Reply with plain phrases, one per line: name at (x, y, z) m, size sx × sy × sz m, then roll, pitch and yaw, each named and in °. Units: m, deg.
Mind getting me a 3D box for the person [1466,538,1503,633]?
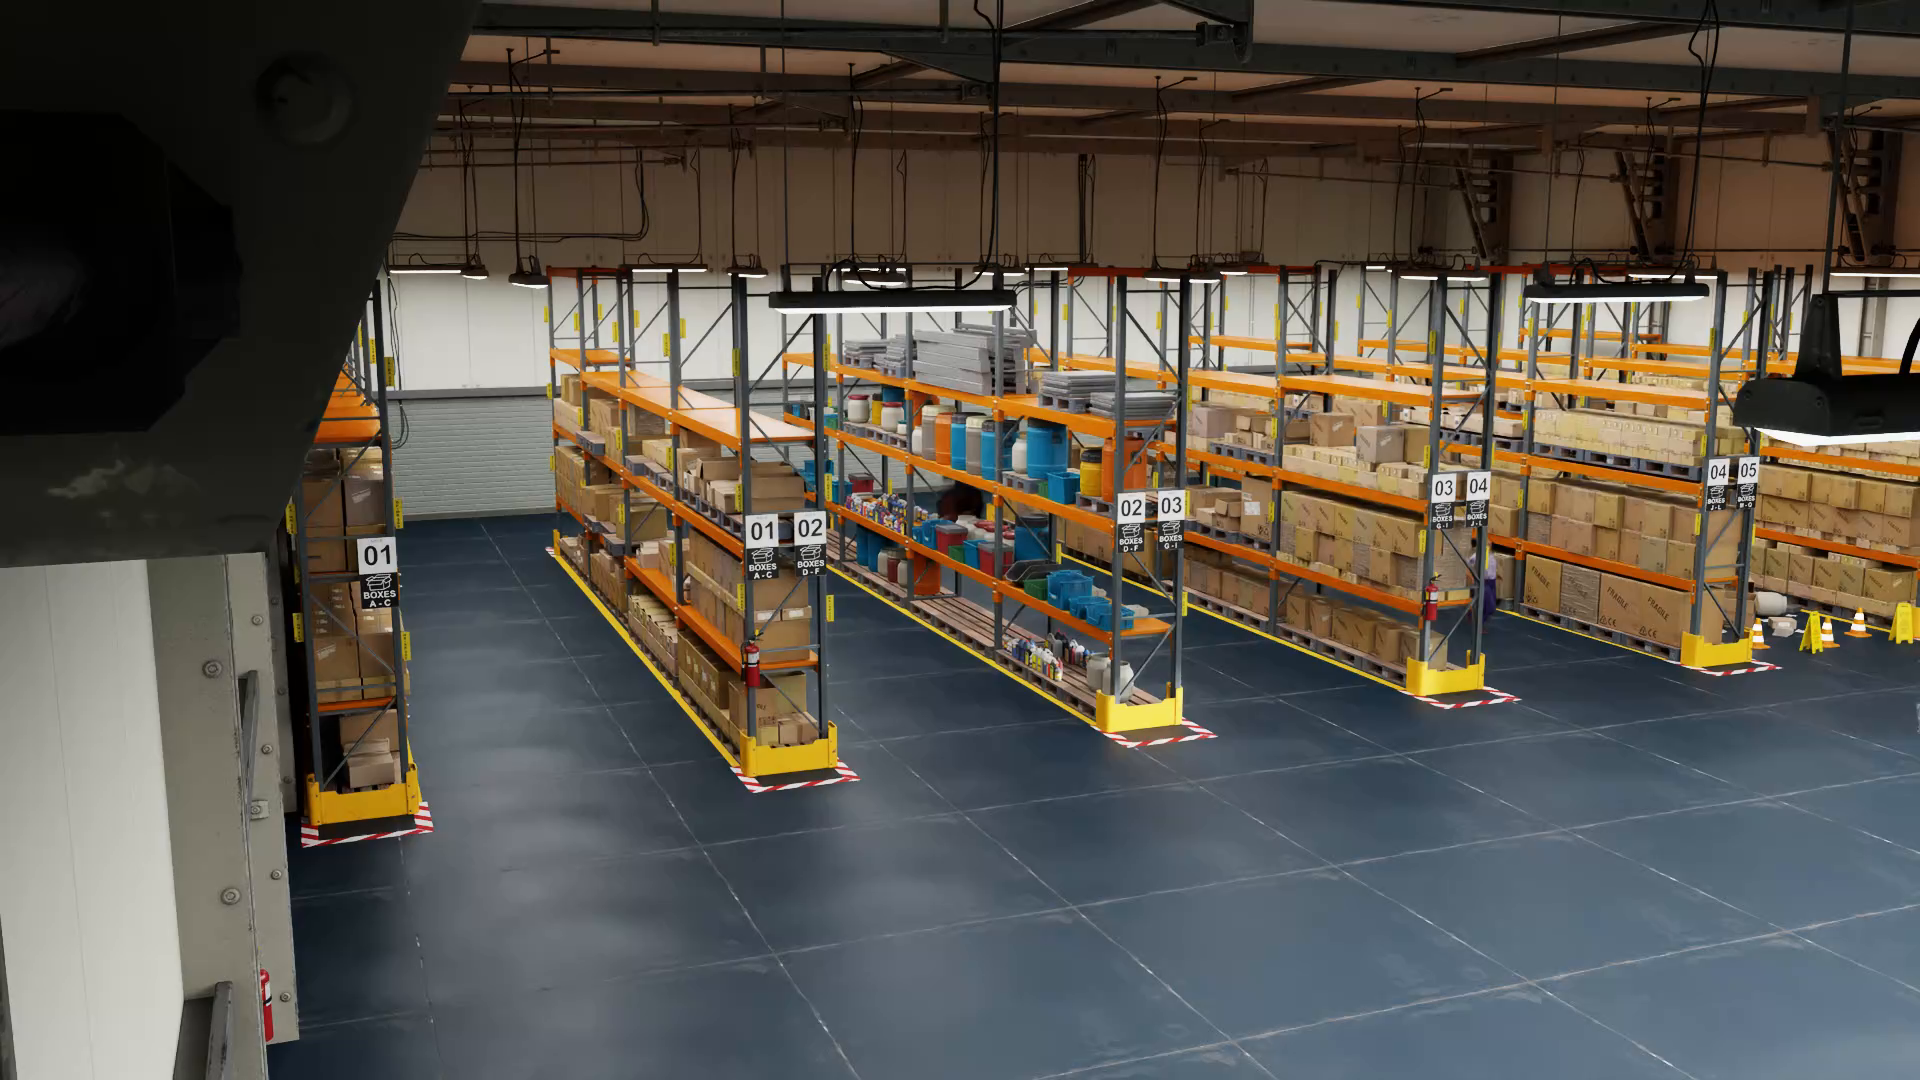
person at (8.750, 0.808, 27.652) m, size 0.595 × 1.526 × 0.536 m, roll -7°, pitch 12°, yaw -35°
